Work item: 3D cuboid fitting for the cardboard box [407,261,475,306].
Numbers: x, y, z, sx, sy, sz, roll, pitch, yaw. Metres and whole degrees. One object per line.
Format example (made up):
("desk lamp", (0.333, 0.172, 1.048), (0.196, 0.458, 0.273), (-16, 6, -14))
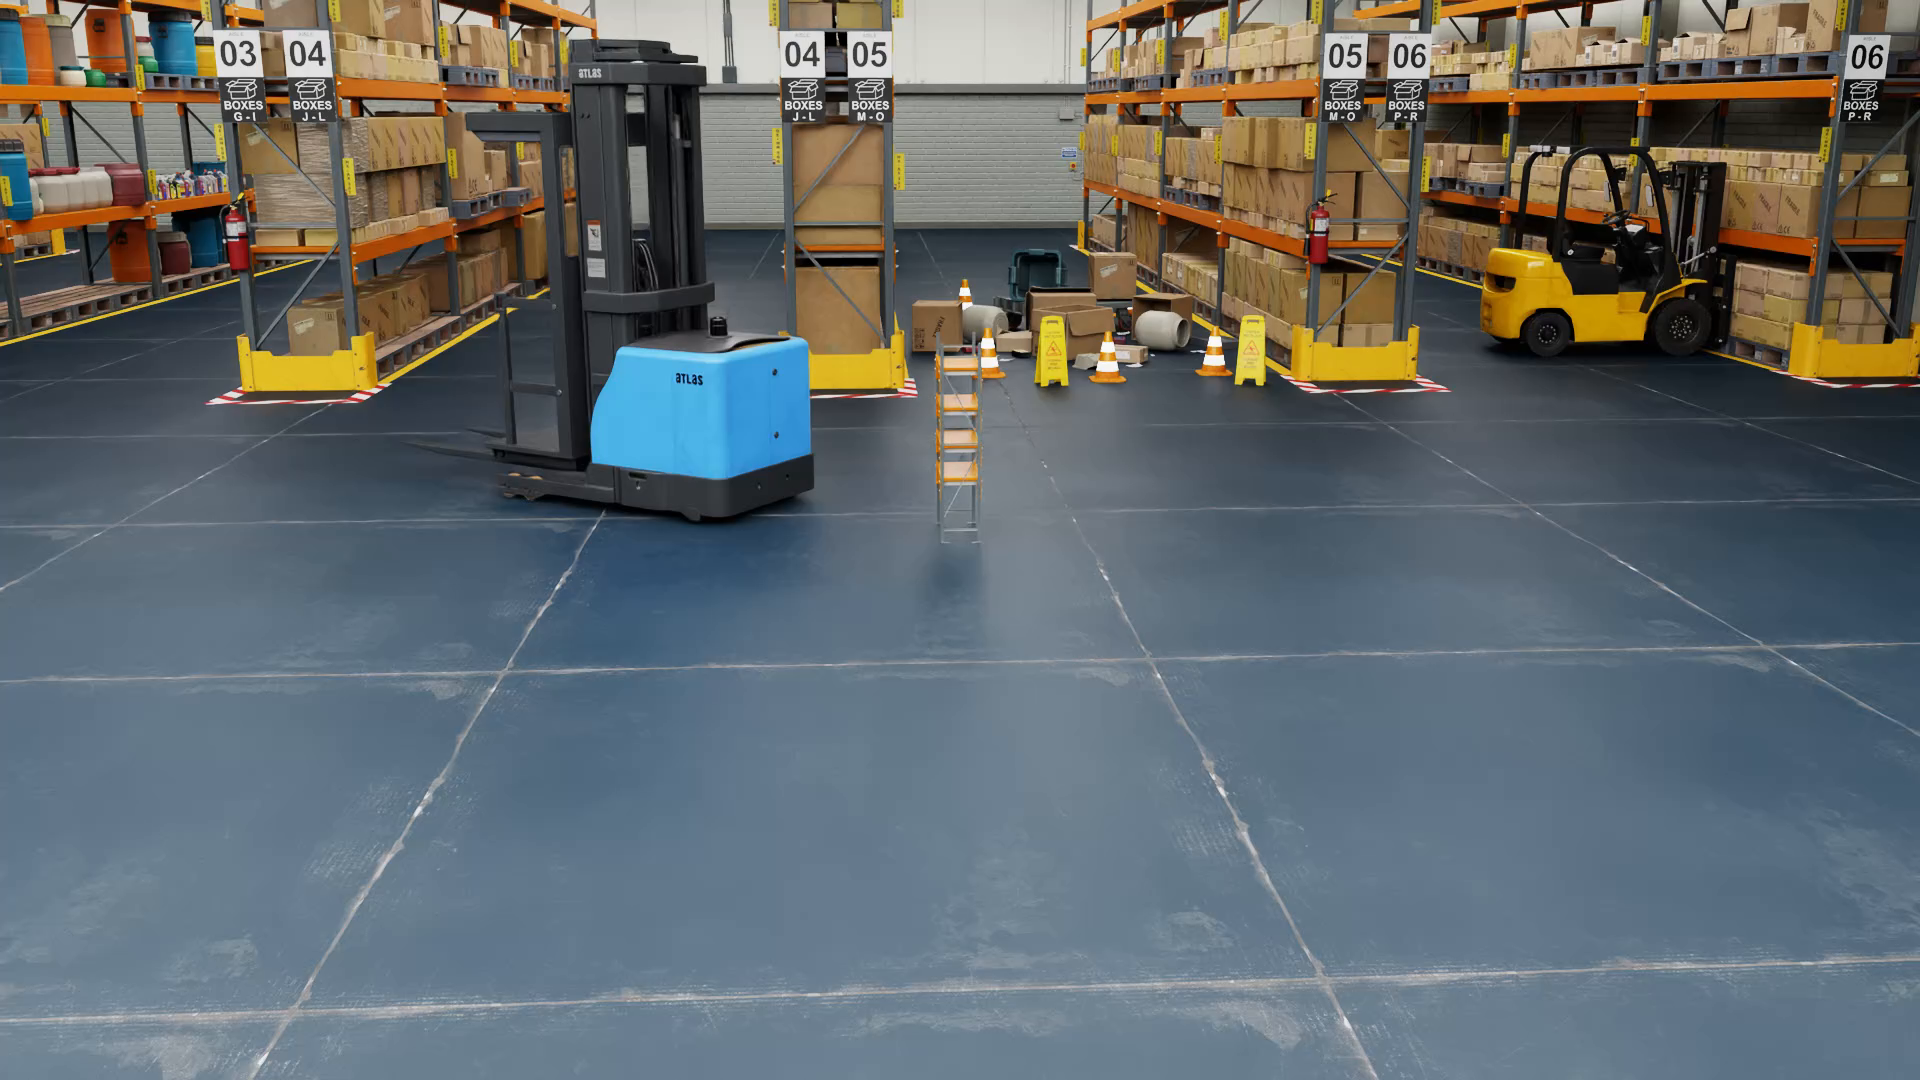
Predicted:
("cardboard box", (-6.344, -3.127, 20.292), (0.700, 0.500, 0.500), (-1, 14, -4))

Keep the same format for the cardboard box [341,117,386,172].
("cardboard box", (-5.854, -3.800, 15.970), (0.500, 0.500, 0.500), (-1, 14, -3))

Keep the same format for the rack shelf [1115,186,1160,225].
("rack shelf", (3.203, -5.149, 25.462), (1.077, 0.370, 4.000), (-1, 14, -3))

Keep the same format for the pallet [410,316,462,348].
("pallet", (-6.239, -2.335, 18.679), (1.003, 0.211, 1.213), (-1, 14, -3))

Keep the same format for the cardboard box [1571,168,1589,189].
("cardboard box", (8.178, -4.625, 21.281), (0.500, 0.250, 0.500), (-1, 14, -2))

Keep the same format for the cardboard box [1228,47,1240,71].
("cardboard box", (3.329, -5.416, 18.739), (0.500, 0.250, 0.500), (-1, 14, -5))

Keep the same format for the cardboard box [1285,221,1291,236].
("cardboard box", (3.465, -3.104, 16.574), (0.380, 0.149, 0.250), (-1, 14, -4))

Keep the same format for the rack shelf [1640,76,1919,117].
("rack shelf", (8.653, -4.690, 17.657), (1.077, 0.370, 4.000), (-1, 14, -3))

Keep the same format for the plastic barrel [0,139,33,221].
("plastic barrel", (-10.981, -4.119, 19.010), (0.600, 0.901, 0.708), (-1, 14, -3))

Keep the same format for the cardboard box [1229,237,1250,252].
("cardboard box", (3.290, -3.371, 18.978), (0.380, 0.149, 0.250), (-1, 14, -3))

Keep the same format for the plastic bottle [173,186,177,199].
("plastic bottle", (-11.228, -4.964, 23.700), (0.097, 0.201, 0.097), (0, 14, 0))

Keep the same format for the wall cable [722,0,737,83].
("wall cable", (-3.970, -12.759, 35.102), (2.277, 5.999, 0.120), (-1, 14, -3))

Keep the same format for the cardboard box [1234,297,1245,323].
("cardboard box", (3.386, -2.593, 18.762), (0.500, 0.250, 0.500), (0, 14, 0))

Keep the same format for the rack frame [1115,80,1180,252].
("rack frame", (3.079, -5.995, 27.306), (1.000, 3.000, 0.127), (-1, 14, -3))

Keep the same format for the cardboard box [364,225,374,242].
("cardboard box", (-5.845, -2.935, 15.919), (0.380, 0.149, 0.250), (-1, 14, -3))

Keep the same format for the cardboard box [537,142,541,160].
("cardboard box", (-6.733, -6.046, 25.293), (0.797, 0.503, 0.637), (-1, 14, -3))

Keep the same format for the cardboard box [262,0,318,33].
("cardboard box", (-6.417, -5.126, 16.110), (0.500, 0.500, 0.500), (-1, 14, -3))

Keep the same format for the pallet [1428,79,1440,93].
("pallet", (8.003, -7.271, 26.622), (1.213, 0.211, 1.003), (-1, 14, -3))

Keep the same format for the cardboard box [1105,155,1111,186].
("cardboard box", (2.758, -6.282, 28.223), (0.500, 0.500, 0.500), (-1, 14, -5))

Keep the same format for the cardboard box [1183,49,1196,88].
("cardboard box", (3.376, -6.265, 22.136), (0.700, 0.500, 0.500), (-1, 14, -3))

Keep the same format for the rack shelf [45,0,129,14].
("rack shelf", (-11.384, -6.636, 20.006), (1.077, 0.370, 4.000), (-1, 14, -3))

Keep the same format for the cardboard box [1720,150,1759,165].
("cardboard box", (8.444, -4.125, 17.938), (0.380, 0.149, 0.250), (-1, 14, -3))

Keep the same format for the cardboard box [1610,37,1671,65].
("cardboard box", (8.241, -5.920, 20.132), (0.500, 0.311, 0.500), (-1, 14, -5))

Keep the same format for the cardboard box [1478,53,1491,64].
("cardboard box", (7.902, -7.136, 24.624), (0.380, 0.149, 0.250), (-1, 14, -5))

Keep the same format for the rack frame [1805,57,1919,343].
("rack frame", (8.777, -3.088, 16.008), (1.000, 3.000, 0.127), (-1, 14, -3))

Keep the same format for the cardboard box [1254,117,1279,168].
("cardboard box", (3.415, -4.062, 16.990), (0.700, 0.500, 0.500), (-1, 14, -4))

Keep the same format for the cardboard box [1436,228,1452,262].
("cardboard box", (7.908, -4.685, 26.389), (0.500, 0.500, 0.500), (-1, 14, -5))

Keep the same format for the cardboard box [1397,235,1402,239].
("cardboard box", (7.683, -5.174, 28.762), (0.396, 0.266, 0.258), (0, 14, -1))

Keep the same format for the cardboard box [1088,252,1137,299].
("cardboard box", (1.800, -3.126, 19.654), (0.500, 0.500, 0.500), (-1, 14, -3))

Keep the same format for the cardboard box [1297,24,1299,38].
("cardboard box", (3.531, -4.999, 16.319), (0.380, 0.149, 0.250), (-1, 14, -3))

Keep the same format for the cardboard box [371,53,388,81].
("cardboard box", (-5.905, -4.613, 16.215), (0.500, 0.250, 0.500), (-1, 14, -4))

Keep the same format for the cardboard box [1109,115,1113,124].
("cardboard box", (2.744, -7.167, 28.353), (0.380, 0.149, 0.250), (-1, 14, -4))

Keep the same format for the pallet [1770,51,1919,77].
("pallet", (8.759, -4.674, 16.330), (1.003, 0.211, 1.213), (-1, 14, -3))

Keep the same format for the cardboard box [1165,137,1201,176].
("cardboard box", (3.124, -5.280, 22.889), (0.500, 0.500, 0.500), (-1, 14, -5))

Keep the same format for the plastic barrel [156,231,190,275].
("plastic barrel", (-11.625, -4.208, 24.359), (0.600, 0.588, 0.708), (-1, 14, -3))

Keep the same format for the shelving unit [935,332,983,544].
("shelving unit", (-0.010, -0.622, 10.037), (0.258, 1.200, 0.503), (-1, 14, -3))

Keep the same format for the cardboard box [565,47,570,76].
("cardboard box", (-6.840, -8.054, 28.047), (0.700, 0.500, 0.500), (0, 14, -1))

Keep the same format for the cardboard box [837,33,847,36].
("cardboard box", (-0.918, -4.935, 15.828), (0.500, 0.250, 0.500), (-1, 14, -4))

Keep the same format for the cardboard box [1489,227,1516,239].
("cardboard box", (7.997, -4.503, 24.381), (0.380, 0.149, 0.250), (-2, 15, -6))

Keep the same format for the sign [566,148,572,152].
("sign", (-6.271, -6.375, 26.619), (0.100, 0.325, 0.005), (-1, 14, -3))

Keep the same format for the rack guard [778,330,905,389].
("rack guard", (-1.110, -1.692, 15.600), (1.175, 0.500, 0.348), (-1, 14, -3))

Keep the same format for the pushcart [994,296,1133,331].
("pushcart", (1.302, -2.688, 19.715), (1.648, 0.377, 0.936), (-6, 16, -23))

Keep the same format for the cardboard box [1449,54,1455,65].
("cardboard box", (7.762, -7.399, 25.607), (0.380, 0.149, 0.250), (-1, 14, -3))

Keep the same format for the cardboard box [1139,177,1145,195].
("cardboard box", (2.974, -5.301, 24.912), (0.500, 0.250, 0.500), (-1, 14, -4))

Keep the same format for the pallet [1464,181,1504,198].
("pallet", (8.169, -5.152, 24.416), (1.213, 0.211, 1.003), (-1, 14, -3))

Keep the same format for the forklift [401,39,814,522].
("forklift", (-2.504, -1.782, 11.072), (3.031, 2.935, 1.130), (8, 17, 29))

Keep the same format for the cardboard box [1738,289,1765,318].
("cardboard box", (8.414, -2.443, 17.173), (0.500, 0.250, 0.500), (-1, 14, -4))

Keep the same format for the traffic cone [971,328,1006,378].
("traffic cone", (0.273, -1.834, 16.227), (0.336, 0.463, 0.334), (-1, 14, -3))
